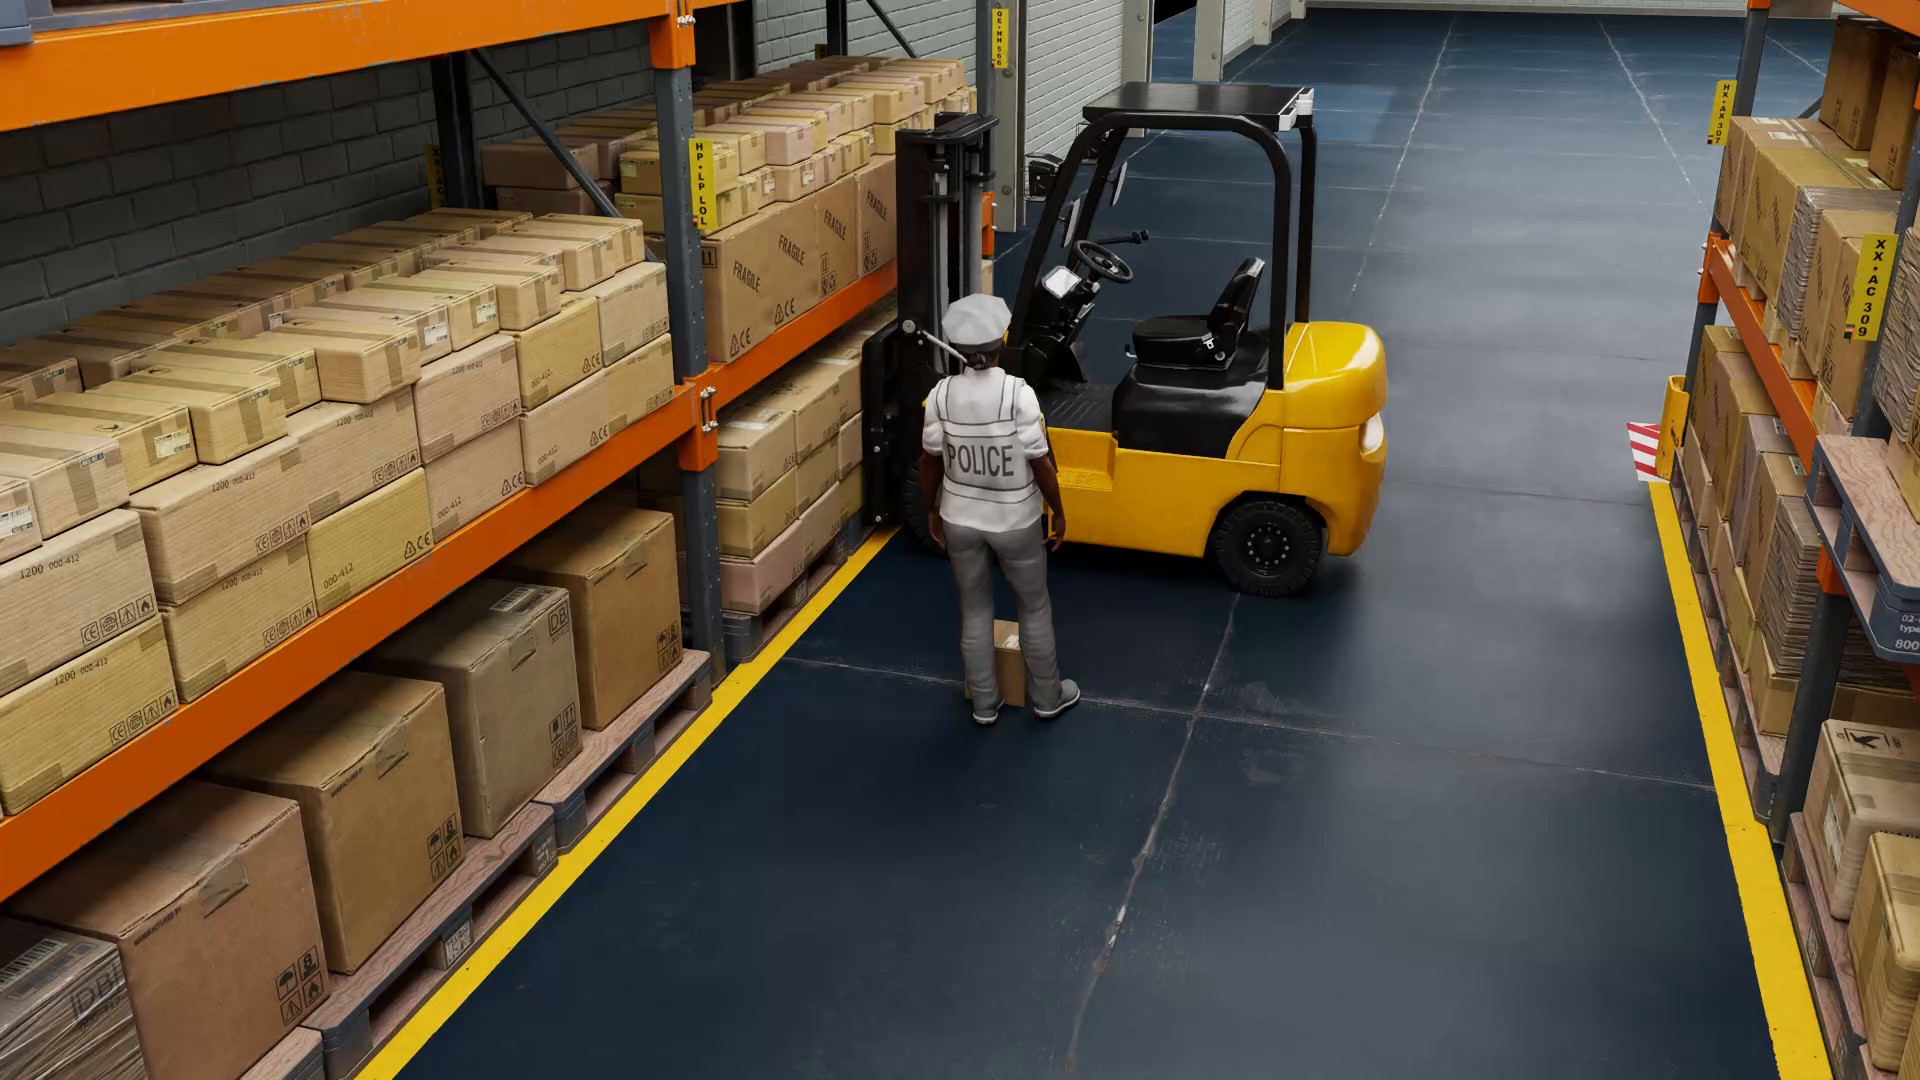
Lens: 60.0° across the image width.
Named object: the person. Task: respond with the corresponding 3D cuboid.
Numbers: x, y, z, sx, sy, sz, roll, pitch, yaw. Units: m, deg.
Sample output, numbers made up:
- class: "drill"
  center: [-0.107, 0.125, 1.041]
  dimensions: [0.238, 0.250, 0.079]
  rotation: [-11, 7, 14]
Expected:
- class: "person"
  center: [0.153, -0.105, 6.278]
  dimensions: [0.570, 1.698, 0.528]
  rotation: [7, 23, 16]
